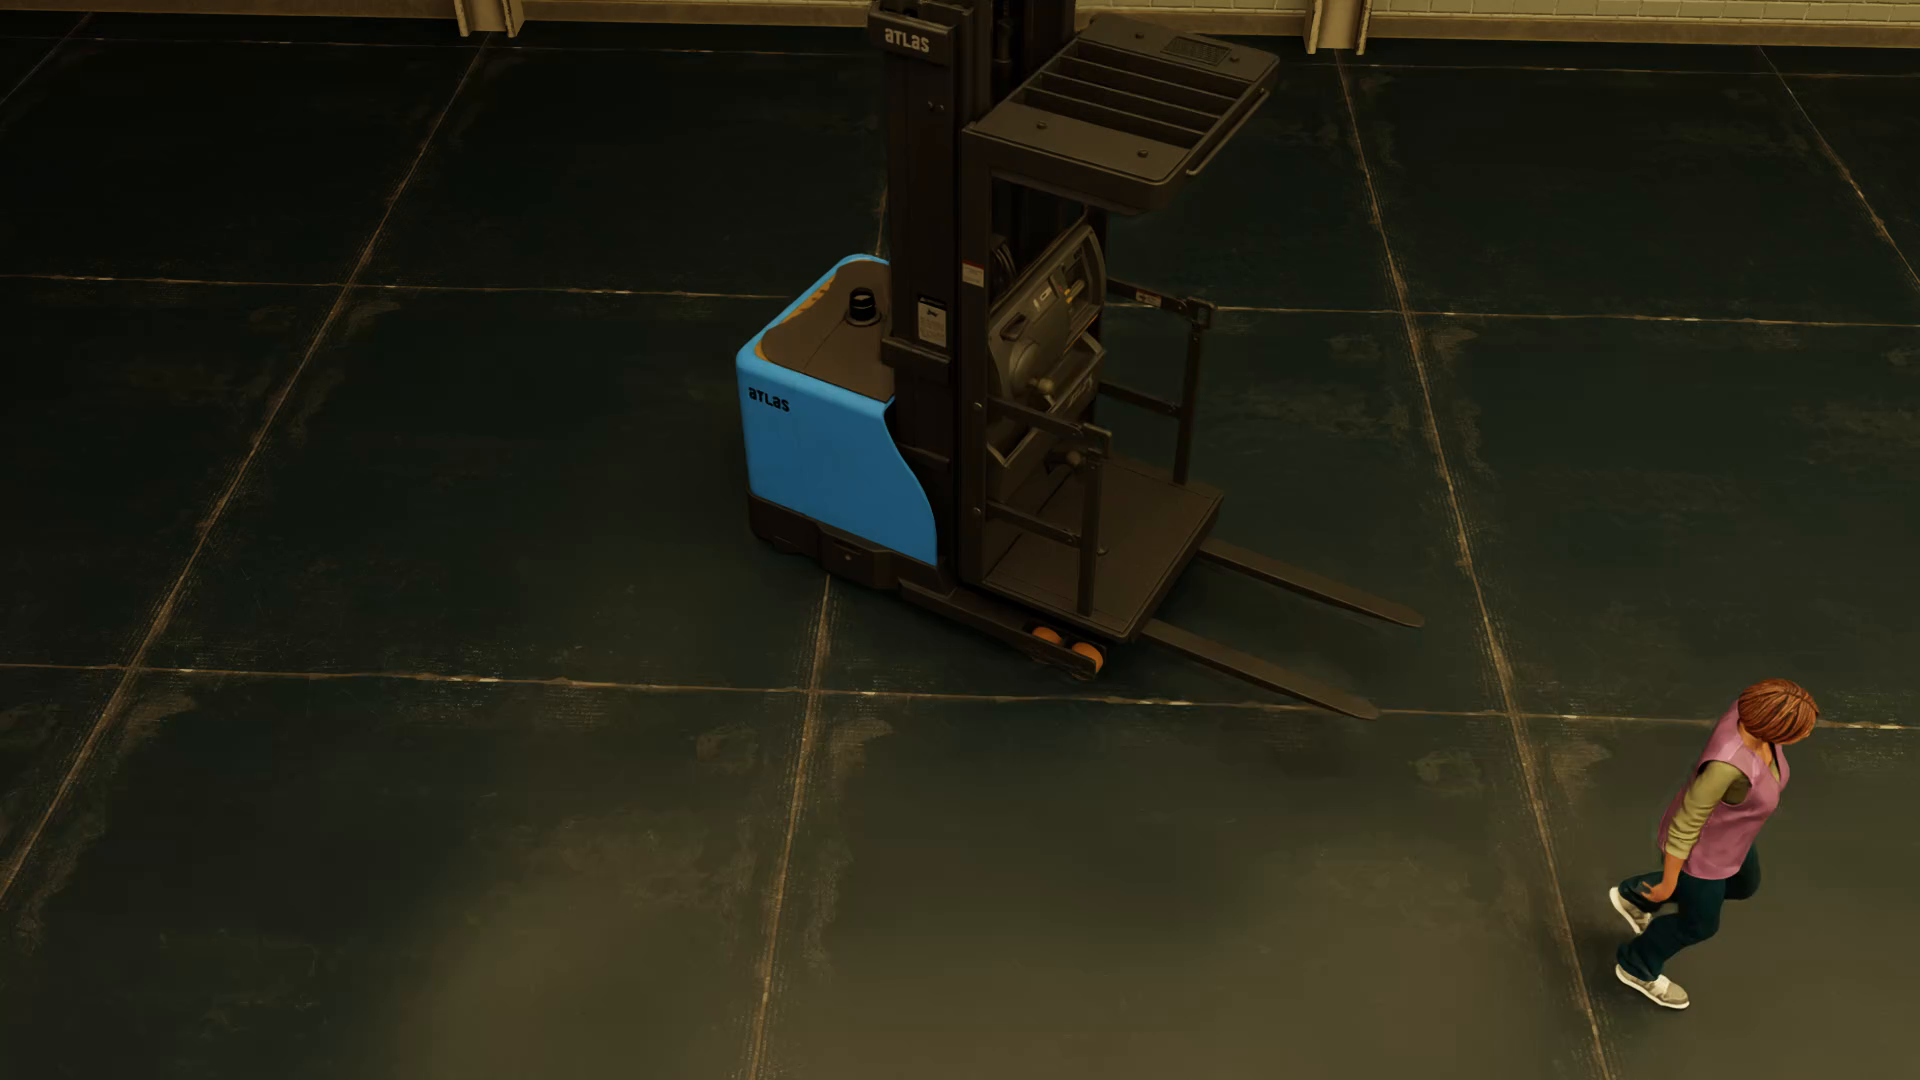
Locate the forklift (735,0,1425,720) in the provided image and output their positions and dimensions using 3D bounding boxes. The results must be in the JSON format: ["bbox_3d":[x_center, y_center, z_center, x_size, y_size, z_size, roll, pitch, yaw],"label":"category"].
[{"bbox_3d":[0.539,-0.884,6.711,3.031,2.935,1.130,21,46,21],"label":"forklift"}]

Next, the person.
[{"bbox_3d":[2.538,1.023,5.637,0.433,1.566,0.582,23,47,23],"label":"person"}]
